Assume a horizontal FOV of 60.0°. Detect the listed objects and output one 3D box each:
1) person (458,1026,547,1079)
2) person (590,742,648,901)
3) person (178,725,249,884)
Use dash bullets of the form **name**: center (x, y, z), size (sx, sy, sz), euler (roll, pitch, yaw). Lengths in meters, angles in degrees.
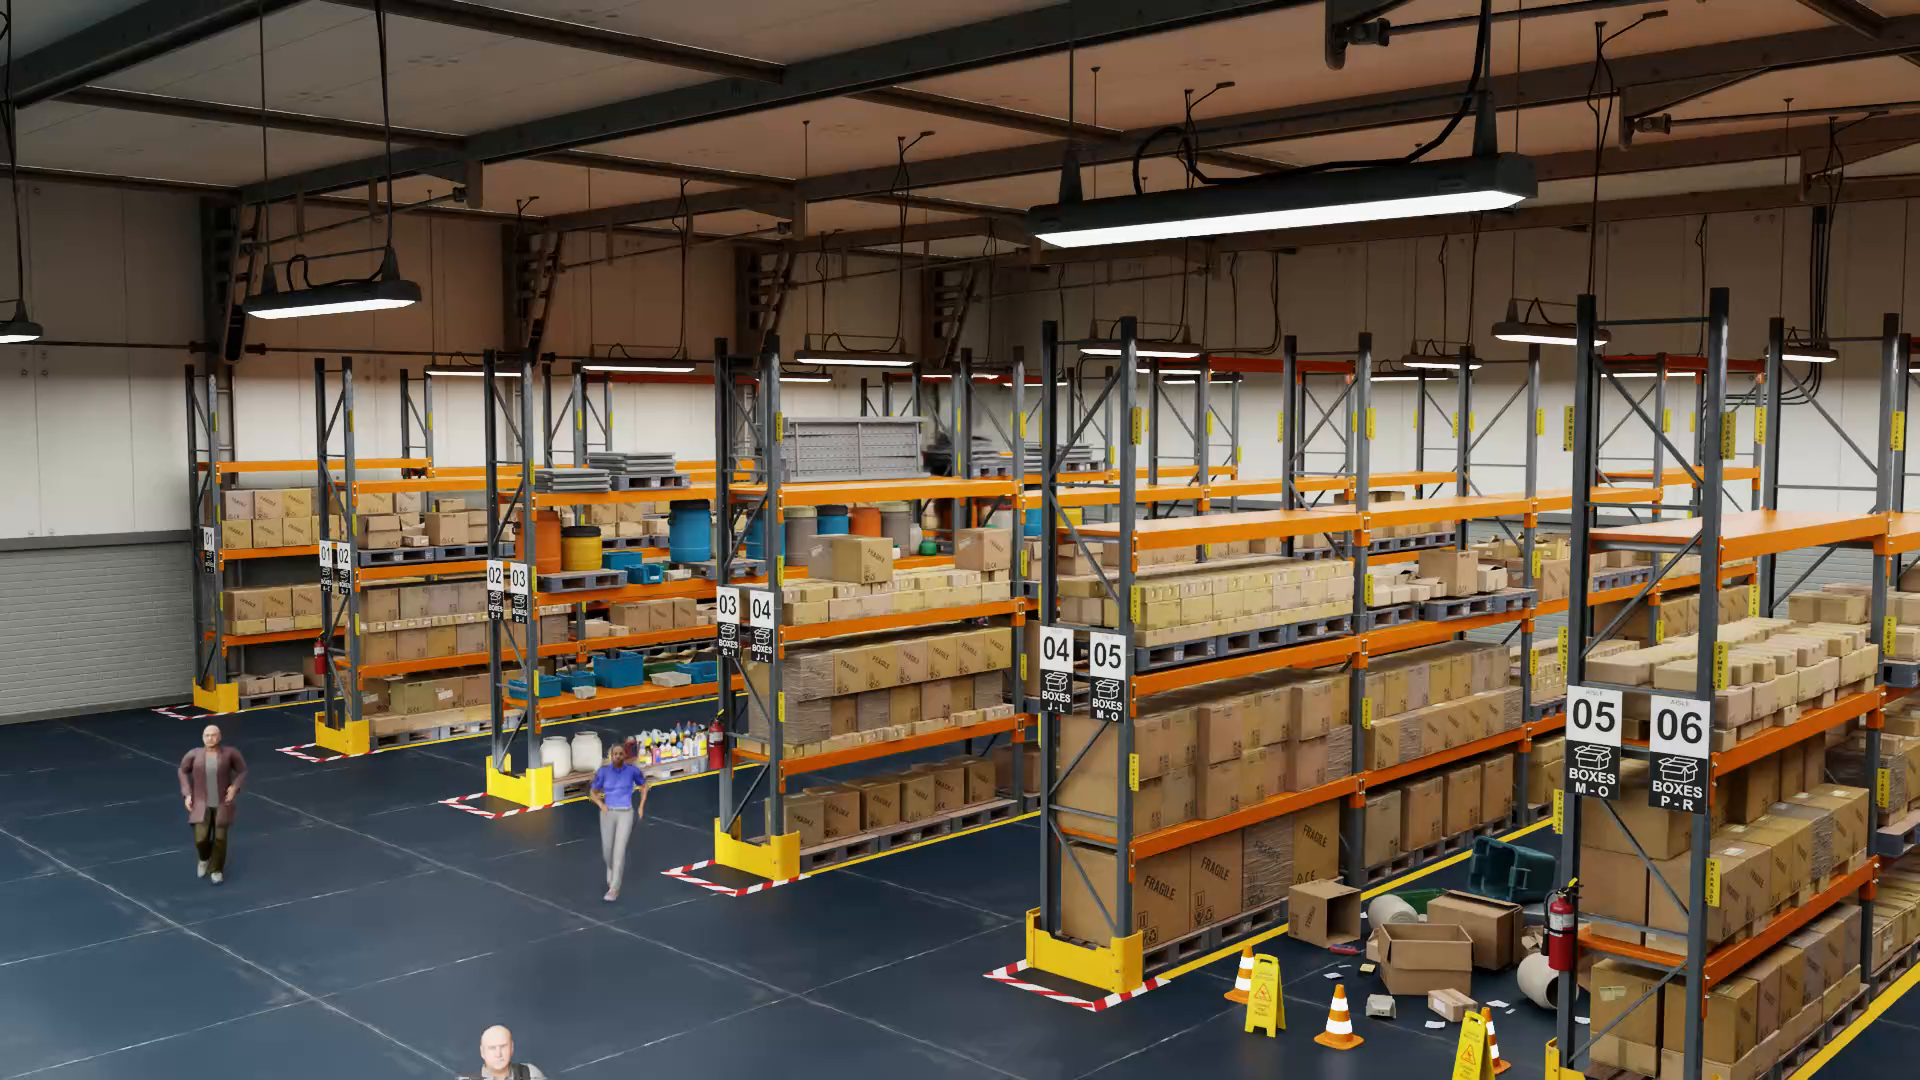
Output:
- **person**: center (-2.560, 3.563, 9.267), size (0.661, 1.715, 0.906), euler (-2, 5, -20)
- **person**: center (-3.657, 2.977, 17.842), size (0.615, 1.619, 0.836), euler (-1, 4, -7)
- **person**: center (-8.182, 2.898, 18.244), size (0.723, 1.746, 0.629), euler (-2, 5, -21)
